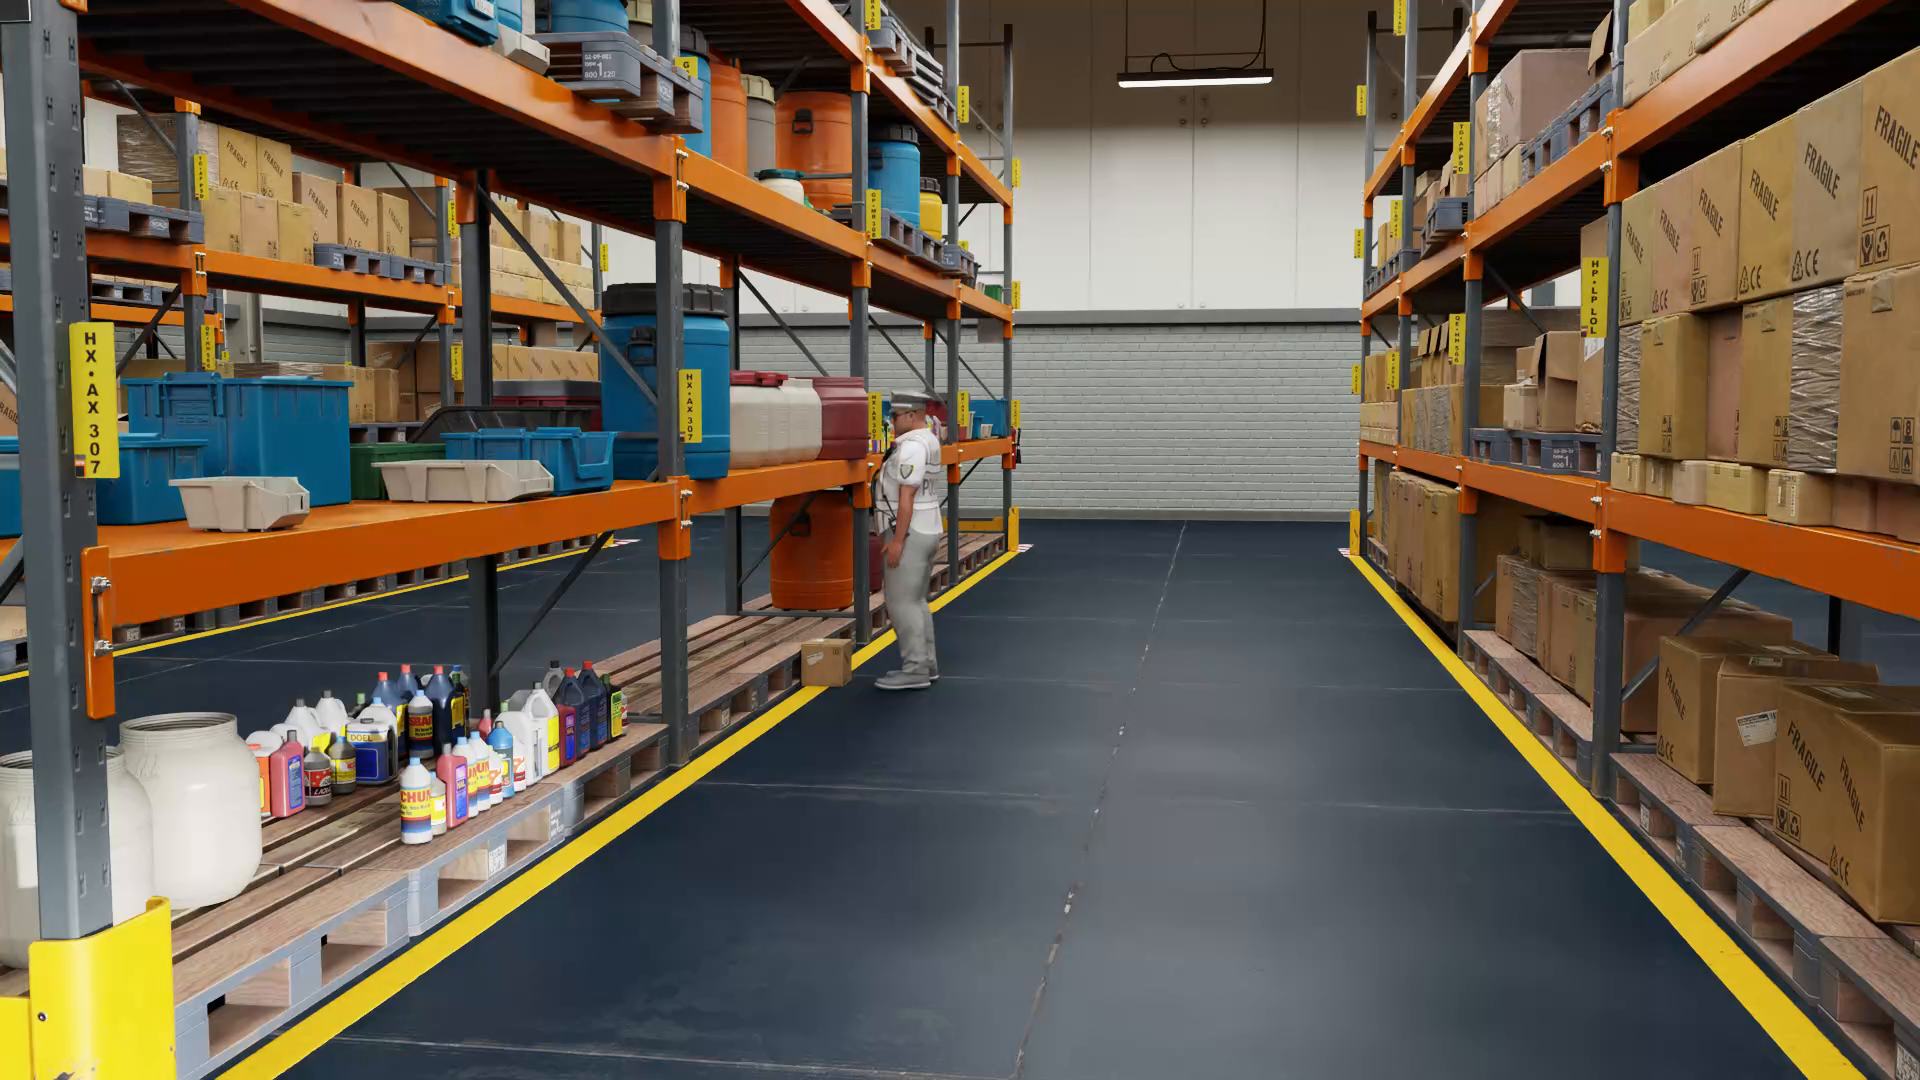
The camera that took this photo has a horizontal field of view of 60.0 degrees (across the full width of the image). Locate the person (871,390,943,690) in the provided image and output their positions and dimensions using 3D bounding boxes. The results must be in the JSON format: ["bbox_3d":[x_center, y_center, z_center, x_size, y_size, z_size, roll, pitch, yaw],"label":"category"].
[{"bbox_3d":[-0.307,-0.006,9.750,0.393,1.743,0.529,1,4,10],"label":"person"}]
